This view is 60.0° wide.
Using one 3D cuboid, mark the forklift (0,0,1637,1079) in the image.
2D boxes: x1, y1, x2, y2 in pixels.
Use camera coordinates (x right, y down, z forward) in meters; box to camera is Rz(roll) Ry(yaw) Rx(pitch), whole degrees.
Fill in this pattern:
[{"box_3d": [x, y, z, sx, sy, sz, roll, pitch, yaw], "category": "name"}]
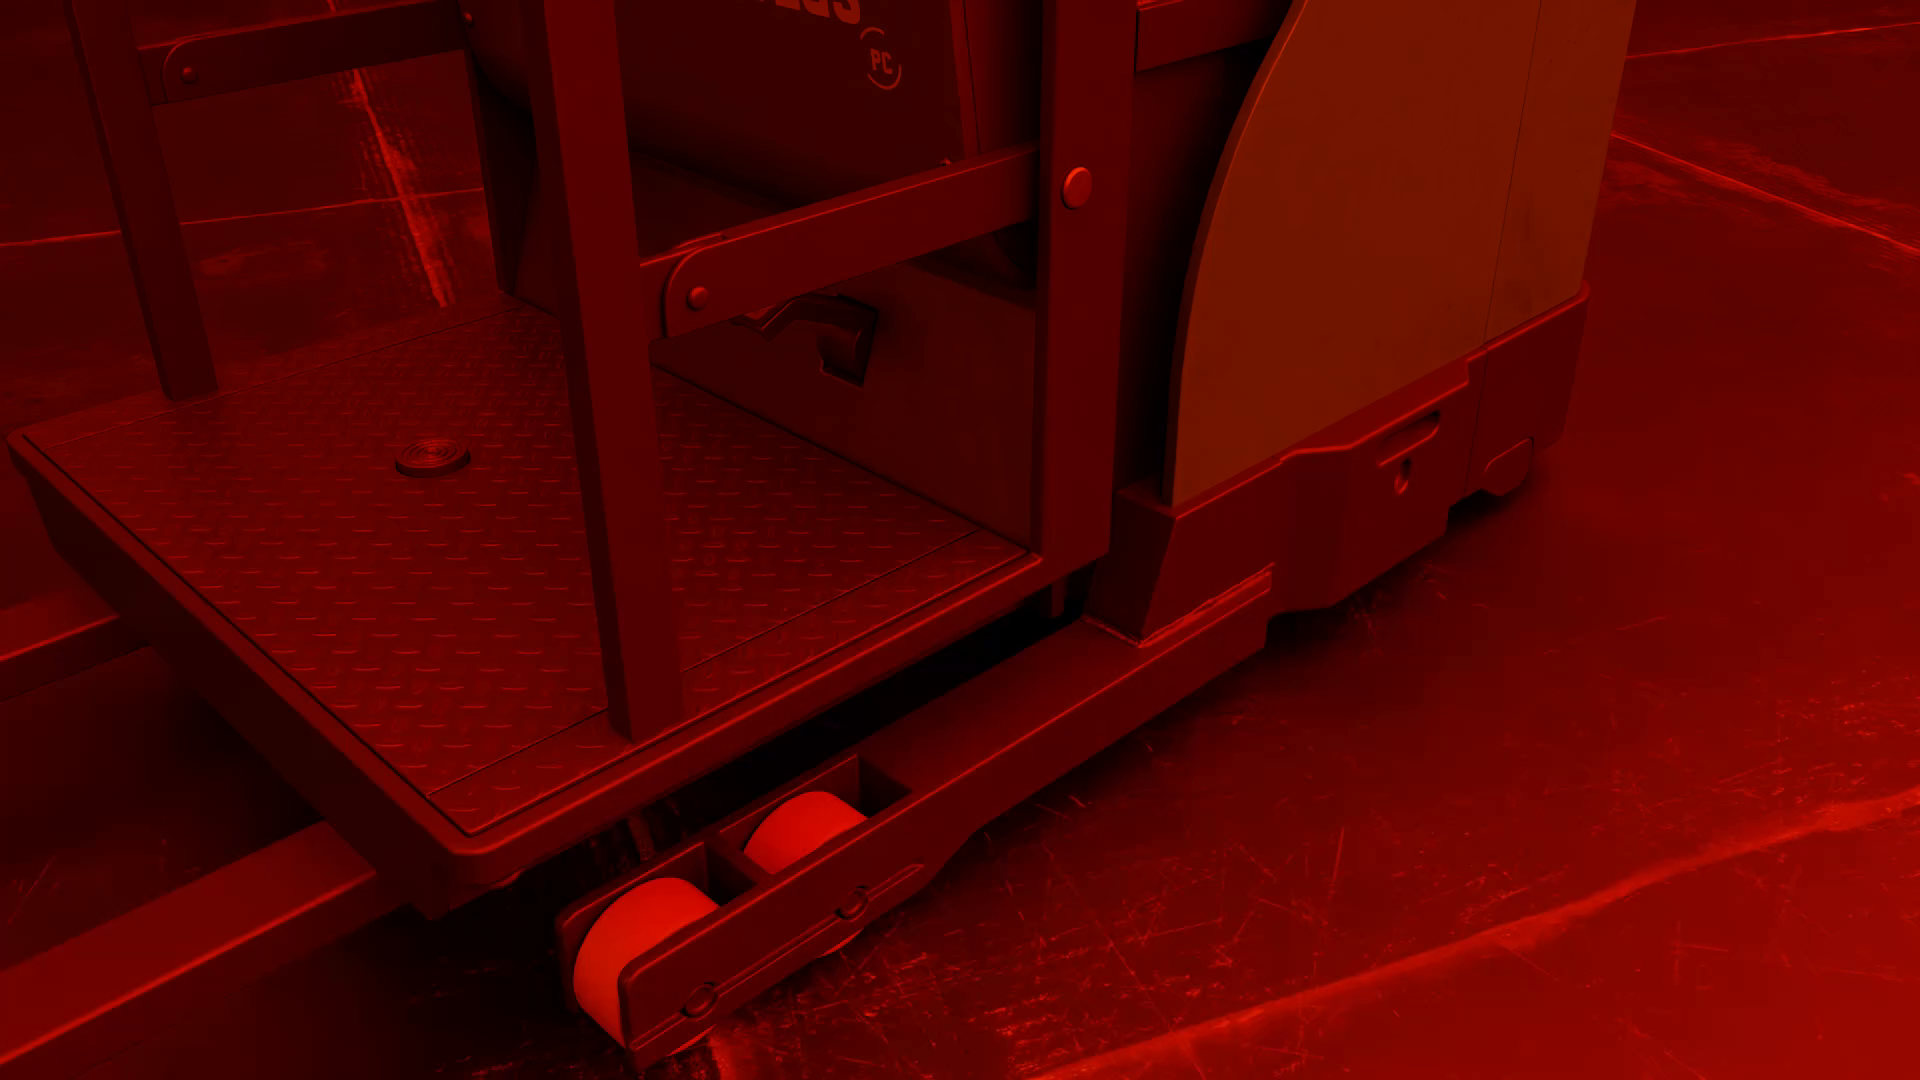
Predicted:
[{"box_3d": [-0.435, -1.063, 1.405, 3.031, 2.935, 1.130, -26, 39, -37], "category": "forklift"}]
